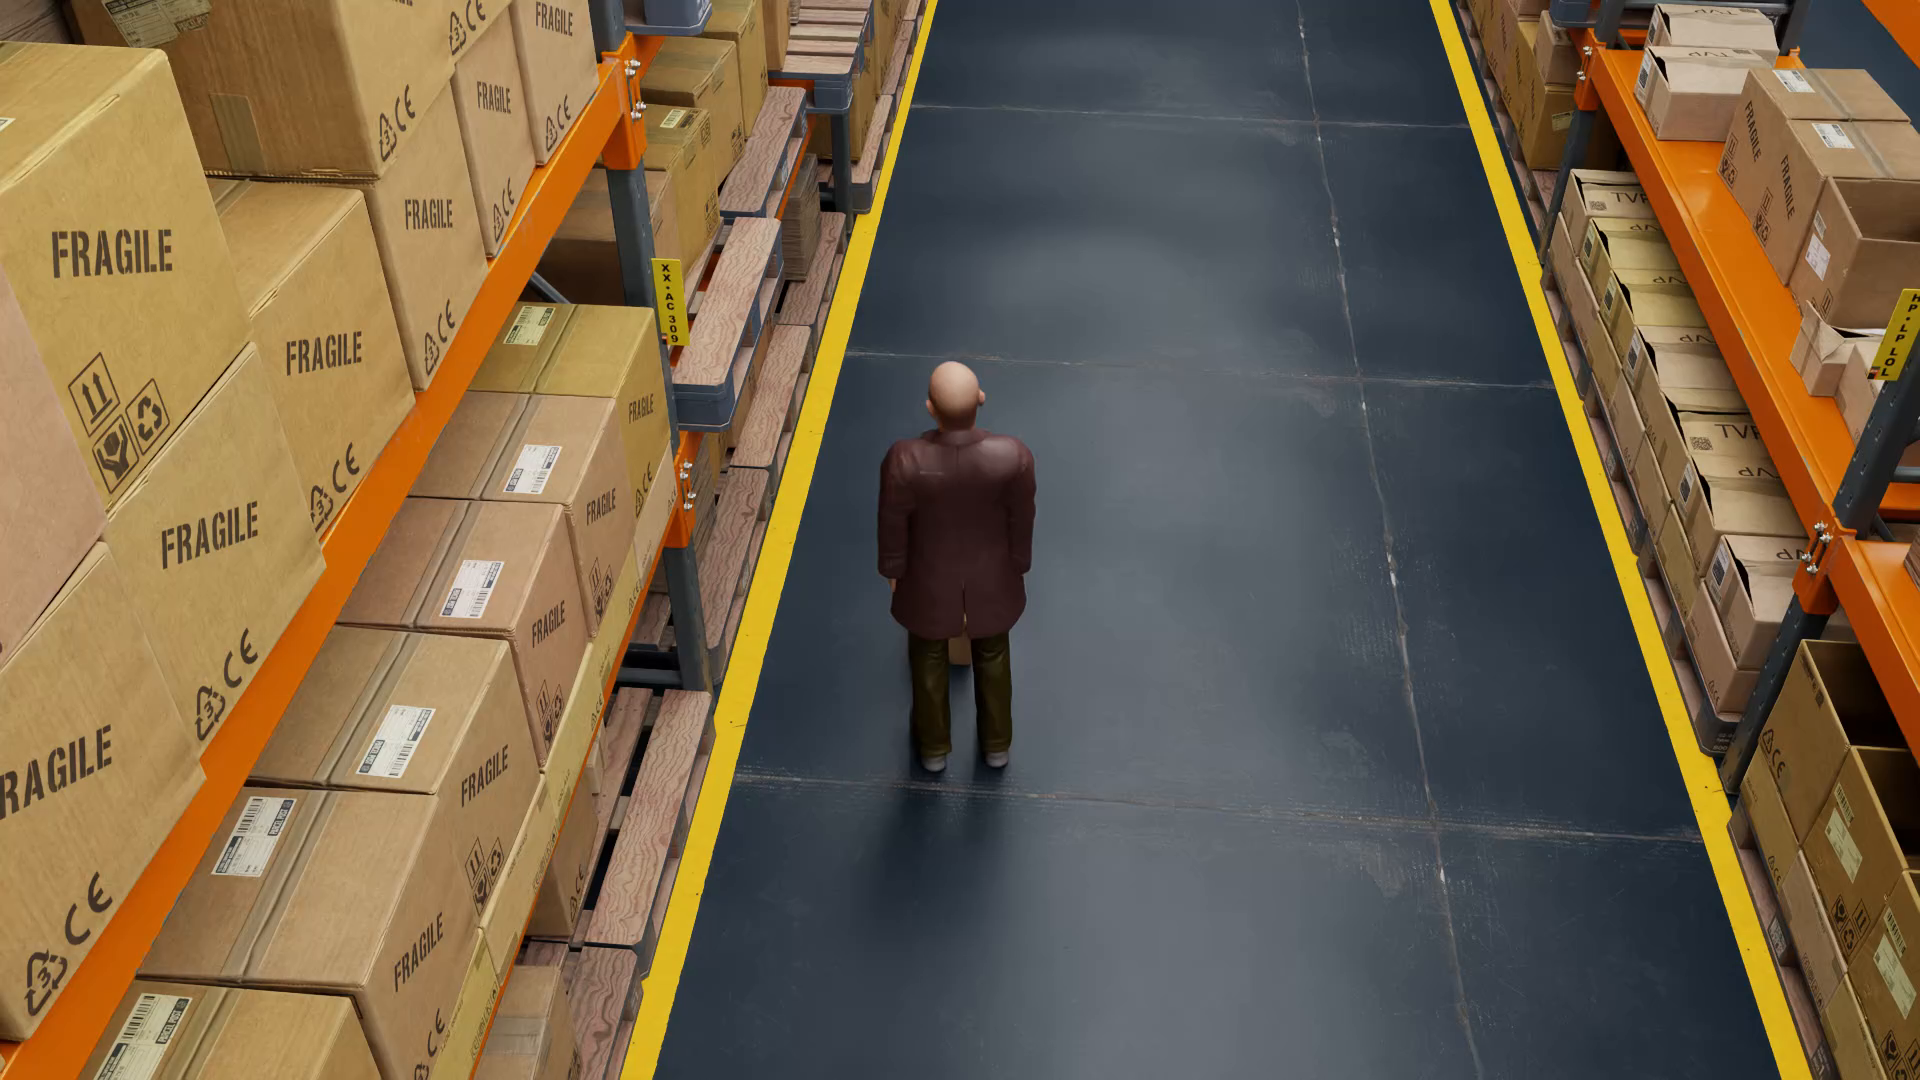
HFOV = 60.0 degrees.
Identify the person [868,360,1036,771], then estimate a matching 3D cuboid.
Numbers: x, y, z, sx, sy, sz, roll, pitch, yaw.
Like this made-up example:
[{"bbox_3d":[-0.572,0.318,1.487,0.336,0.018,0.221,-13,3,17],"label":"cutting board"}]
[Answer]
[{"bbox_3d":[-0.029,0.129,6.079,0.599,1.702,0.466,-3,40,-4],"label":"person"}]
